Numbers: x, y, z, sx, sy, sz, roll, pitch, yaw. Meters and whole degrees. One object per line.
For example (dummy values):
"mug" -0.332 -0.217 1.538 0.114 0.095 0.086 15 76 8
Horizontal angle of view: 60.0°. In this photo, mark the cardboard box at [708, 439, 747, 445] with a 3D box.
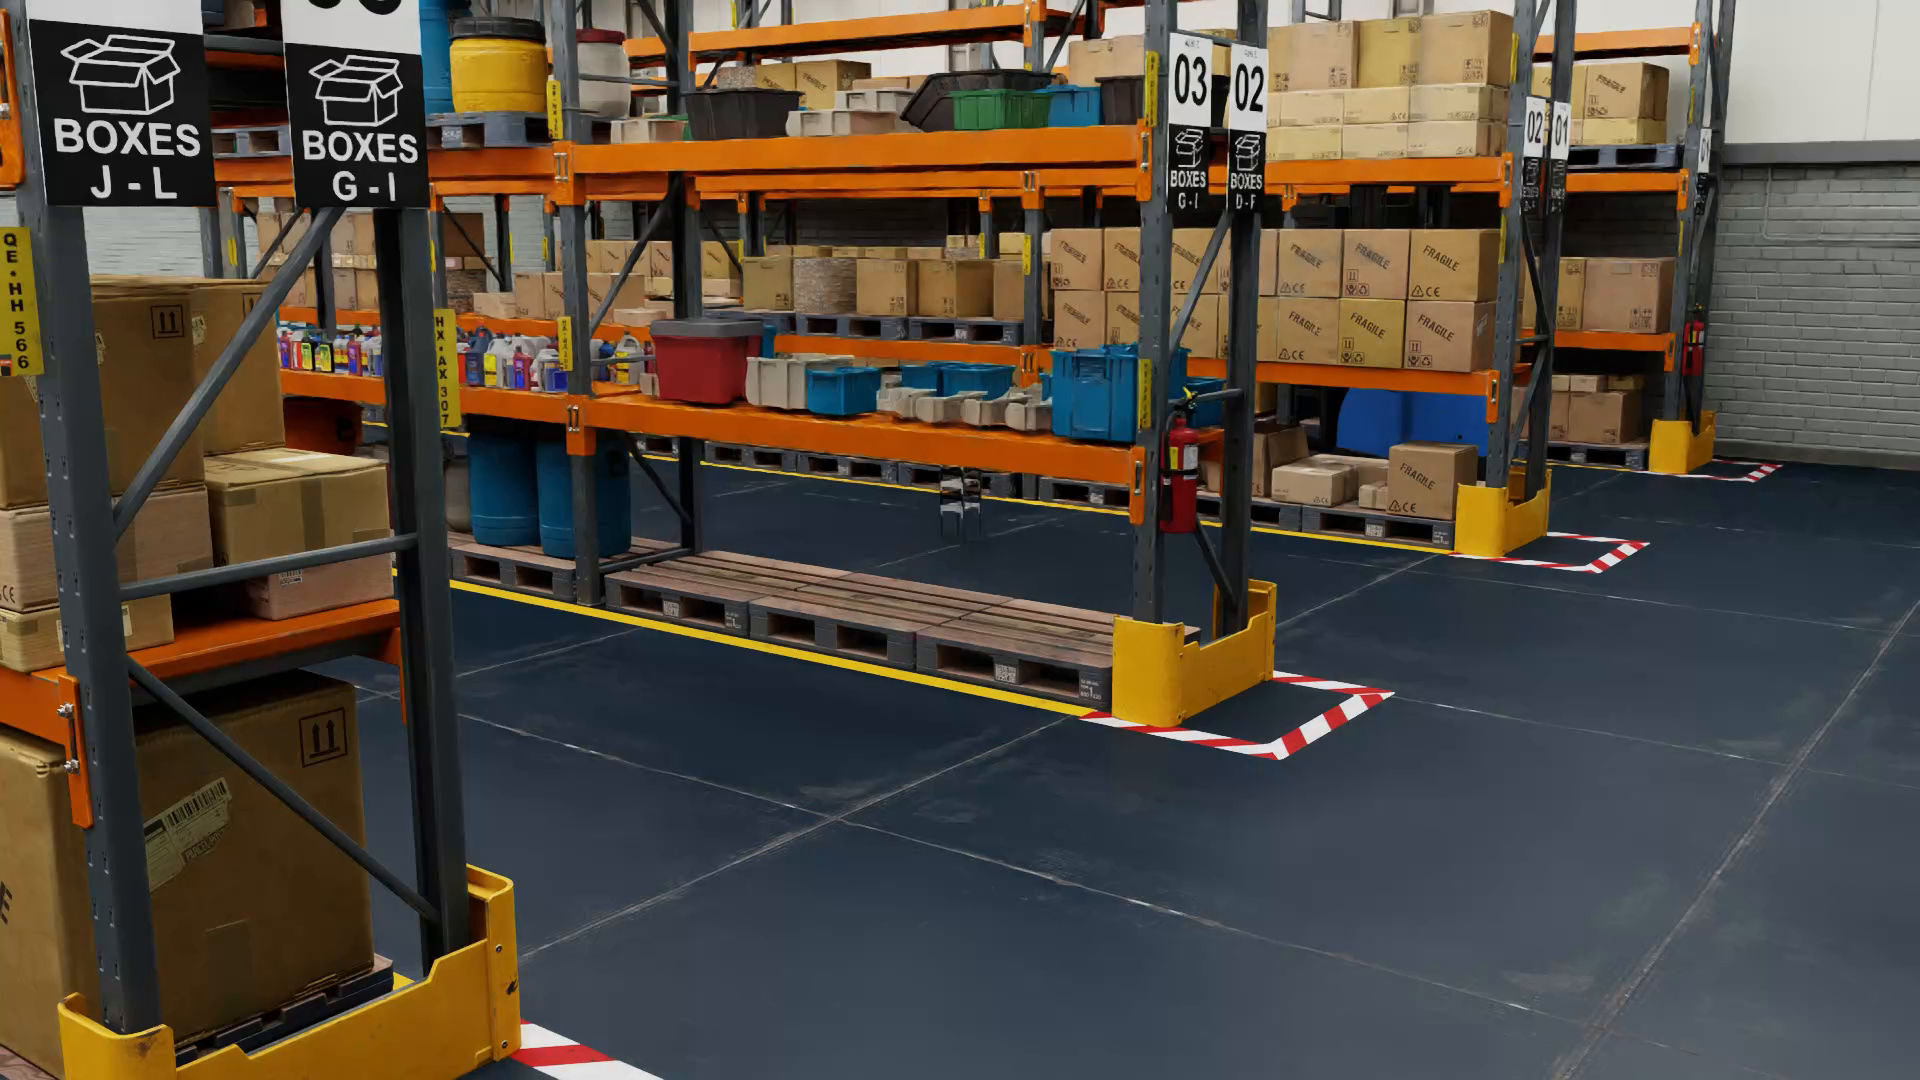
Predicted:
"cardboard box" -2.145 -1.234 16.435 0.500 0.500 0.500 9 14 38

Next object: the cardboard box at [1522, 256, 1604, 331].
"cardboard box" 6.024 -2.483 16.677 0.700 0.700 0.980 8 13 35

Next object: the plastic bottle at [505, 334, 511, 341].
"plastic bottle" -3.212 -1.327 11.833 0.097 0.271 0.097 0 11 0

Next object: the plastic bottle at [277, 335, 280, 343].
"plastic bottle" -5.043 -1.404 12.228 0.097 0.271 0.097 0 11 0

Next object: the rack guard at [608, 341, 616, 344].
"rack guard" -5.800 -2.763 25.495 0.348 0.500 1.175 8 13 36

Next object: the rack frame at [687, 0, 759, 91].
"rack frame" -2.343 -5.286 16.160 0.127 3.000 1.000 8 13 36

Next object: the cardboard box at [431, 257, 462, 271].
"cardboard box" -5.913 -3.155 18.972 0.250 0.149 0.380 8 13 35

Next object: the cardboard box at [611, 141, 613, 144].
"cardboard box" -3.629 -4.110 17.270 0.500 0.250 0.500 8 13 34

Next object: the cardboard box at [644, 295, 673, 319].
"cardboard box" -2.949 -2.427 17.412 0.500 0.311 0.500 8 13 35

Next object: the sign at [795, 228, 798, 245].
"sign" -2.312 -4.203 23.308 0.005 0.325 0.100 8 13 36

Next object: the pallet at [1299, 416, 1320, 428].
"pallet" 4.377 -1.183 18.089 1.213 0.211 1.003 8 13 36

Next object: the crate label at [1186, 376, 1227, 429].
"crate label" 1.166 -0.709 8.578 0.303 0.233 0.416 8 13 36

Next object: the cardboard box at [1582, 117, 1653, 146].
"cardboard box" 6.287 -3.896 15.899 0.500 0.250 0.500 8 14 37

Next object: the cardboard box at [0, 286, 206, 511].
"cardboard box" -2.310 -0.380 4.234 0.500 0.500 0.500 8 14 36

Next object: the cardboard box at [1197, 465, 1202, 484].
"cardboard box" 1.795 -0.540 13.723 0.250 0.166 0.380 8 13 36

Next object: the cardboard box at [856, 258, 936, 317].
"cardboard box" -0.579 -2.335 15.334 0.500 0.500 0.700 4 12 21

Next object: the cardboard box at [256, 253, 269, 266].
"cardboard box" -8.602 -3.530 20.910 0.250 0.149 0.380 8 13 35

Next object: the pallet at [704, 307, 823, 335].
"pallet" -1.755 -2.181 16.410 1.003 0.211 1.213 8 13 36

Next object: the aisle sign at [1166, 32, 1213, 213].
"aisle sign" 1.055 -1.906 7.643 0.004 0.787 0.394 8 13 36

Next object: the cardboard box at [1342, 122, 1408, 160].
"cardboard box" 3.139 -2.915 12.199 0.500 0.250 0.500 8 13 36

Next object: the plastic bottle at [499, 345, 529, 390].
"plastic bottle" -2.857 -1.108 10.685 0.135 0.276 0.152 8 13 36

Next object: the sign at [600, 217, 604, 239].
"sign" -5.517 -4.805 25.589 0.005 0.325 0.100 8 13 36

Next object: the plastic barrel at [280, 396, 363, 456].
"plastic barrel" -4.873 -0.671 12.708 0.708 0.830 0.600 8 13 36

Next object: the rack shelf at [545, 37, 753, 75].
"rack shelf" -3.955 -4.961 17.429 4.000 0.370 1.077 8 13 36

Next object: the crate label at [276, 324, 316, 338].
"crate label" -5.395 -1.605 13.370 0.416 0.233 0.303 8 13 36

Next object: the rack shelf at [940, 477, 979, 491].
"rack shelf" 0.007 -0.408 12.446 0.200 0.077 0.258 8 13 36

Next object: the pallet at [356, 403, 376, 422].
"pallet" -7.170 -1.654 20.523 1.213 0.211 1.003 8 13 36

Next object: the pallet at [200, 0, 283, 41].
"pallet" -2.366 -1.436 4.390 1.213 0.211 1.003 8 13 36

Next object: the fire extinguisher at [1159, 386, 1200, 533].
"fire extinguisher" 1.023 -0.376 7.759 0.183 0.674 0.296 8 13 36

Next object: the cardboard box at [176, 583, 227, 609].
"cardboard box" -2.060 0.079 4.883 0.250 0.149 0.380 8 13 35

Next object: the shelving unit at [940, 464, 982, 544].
"shelving unit" 0.007 -0.441 12.439 0.210 0.900 0.258 8 13 36

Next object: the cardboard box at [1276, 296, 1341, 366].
"cardboard box" 2.764 -1.613 12.709 0.500 0.500 0.500 8 14 36

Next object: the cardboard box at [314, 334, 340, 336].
"cardboard box" -8.086 -2.314 20.752 0.500 0.500 0.500 8 13 36

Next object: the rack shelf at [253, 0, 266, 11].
"rack shelf" -6.890 -4.203 13.511 4.000 0.370 1.077 8 13 36

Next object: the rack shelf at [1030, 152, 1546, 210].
"rack shelf" 2.493 -2.785 13.027 4.000 0.370 1.077 8 13 36

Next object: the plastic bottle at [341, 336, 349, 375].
"plastic bottle" -4.298 -1.300 11.691 0.097 0.271 0.097 0 11 0

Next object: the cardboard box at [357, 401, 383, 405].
"cardboard box" -6.879 -1.777 19.950 0.500 0.250 0.500 8 13 36

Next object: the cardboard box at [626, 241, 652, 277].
"cardboard box" -4.427 -4.031 23.836 0.500 0.500 0.500 8 14 37

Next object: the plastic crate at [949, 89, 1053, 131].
"plastic crate" 0.206 -2.119 8.246 0.336 0.188 0.450 8 13 36

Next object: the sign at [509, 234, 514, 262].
"sign" -5.253 -3.404 19.387 0.005 0.325 0.100 8 13 36

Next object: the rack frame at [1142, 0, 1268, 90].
"rack frame" 1.170 -3.628 7.594 0.127 3.000 1.000 8 13 36

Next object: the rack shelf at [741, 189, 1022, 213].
"rack shelf" -1.026 -4.444 21.598 4.000 0.370 1.077 8 13 36

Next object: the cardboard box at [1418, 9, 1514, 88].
"cardboard box" 3.682 -3.509 11.977 0.500 0.500 0.700 8 13 36

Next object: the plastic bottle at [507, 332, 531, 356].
"plastic bottle" -2.903 -1.184 10.882 0.185 0.351 0.144 8 13 36

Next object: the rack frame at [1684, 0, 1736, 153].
"rack frame" 7.034 -5.145 15.433 0.127 3.000 1.000 8 13 36

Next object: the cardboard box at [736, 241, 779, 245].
"cardboard box" -2.893 -3.938 23.356 0.500 0.500 0.500 8 13 34

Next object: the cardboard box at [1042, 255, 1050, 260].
"cardboard box" 1.243 -3.150 19.816 0.500 0.500 0.500 9 14 37

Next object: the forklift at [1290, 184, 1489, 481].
"forklift" 3.796 -2.118 15.761 1.130 2.935 3.031 -4 12 -21

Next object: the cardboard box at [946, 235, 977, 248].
"cardboard box" 0.022 -3.751 20.891 0.250 0.149 0.380 5 12 26

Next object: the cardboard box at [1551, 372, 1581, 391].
"cardboard box" 5.993 -1.576 16.545 0.250 0.149 0.380 8 14 37

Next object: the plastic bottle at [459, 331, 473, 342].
"plastic bottle" -3.557 -1.371 12.029 0.133 0.283 0.061 8 13 36

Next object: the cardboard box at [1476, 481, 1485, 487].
"cardboard box" 3.971 -0.357 12.825 0.250 0.149 0.380 8 13 36
